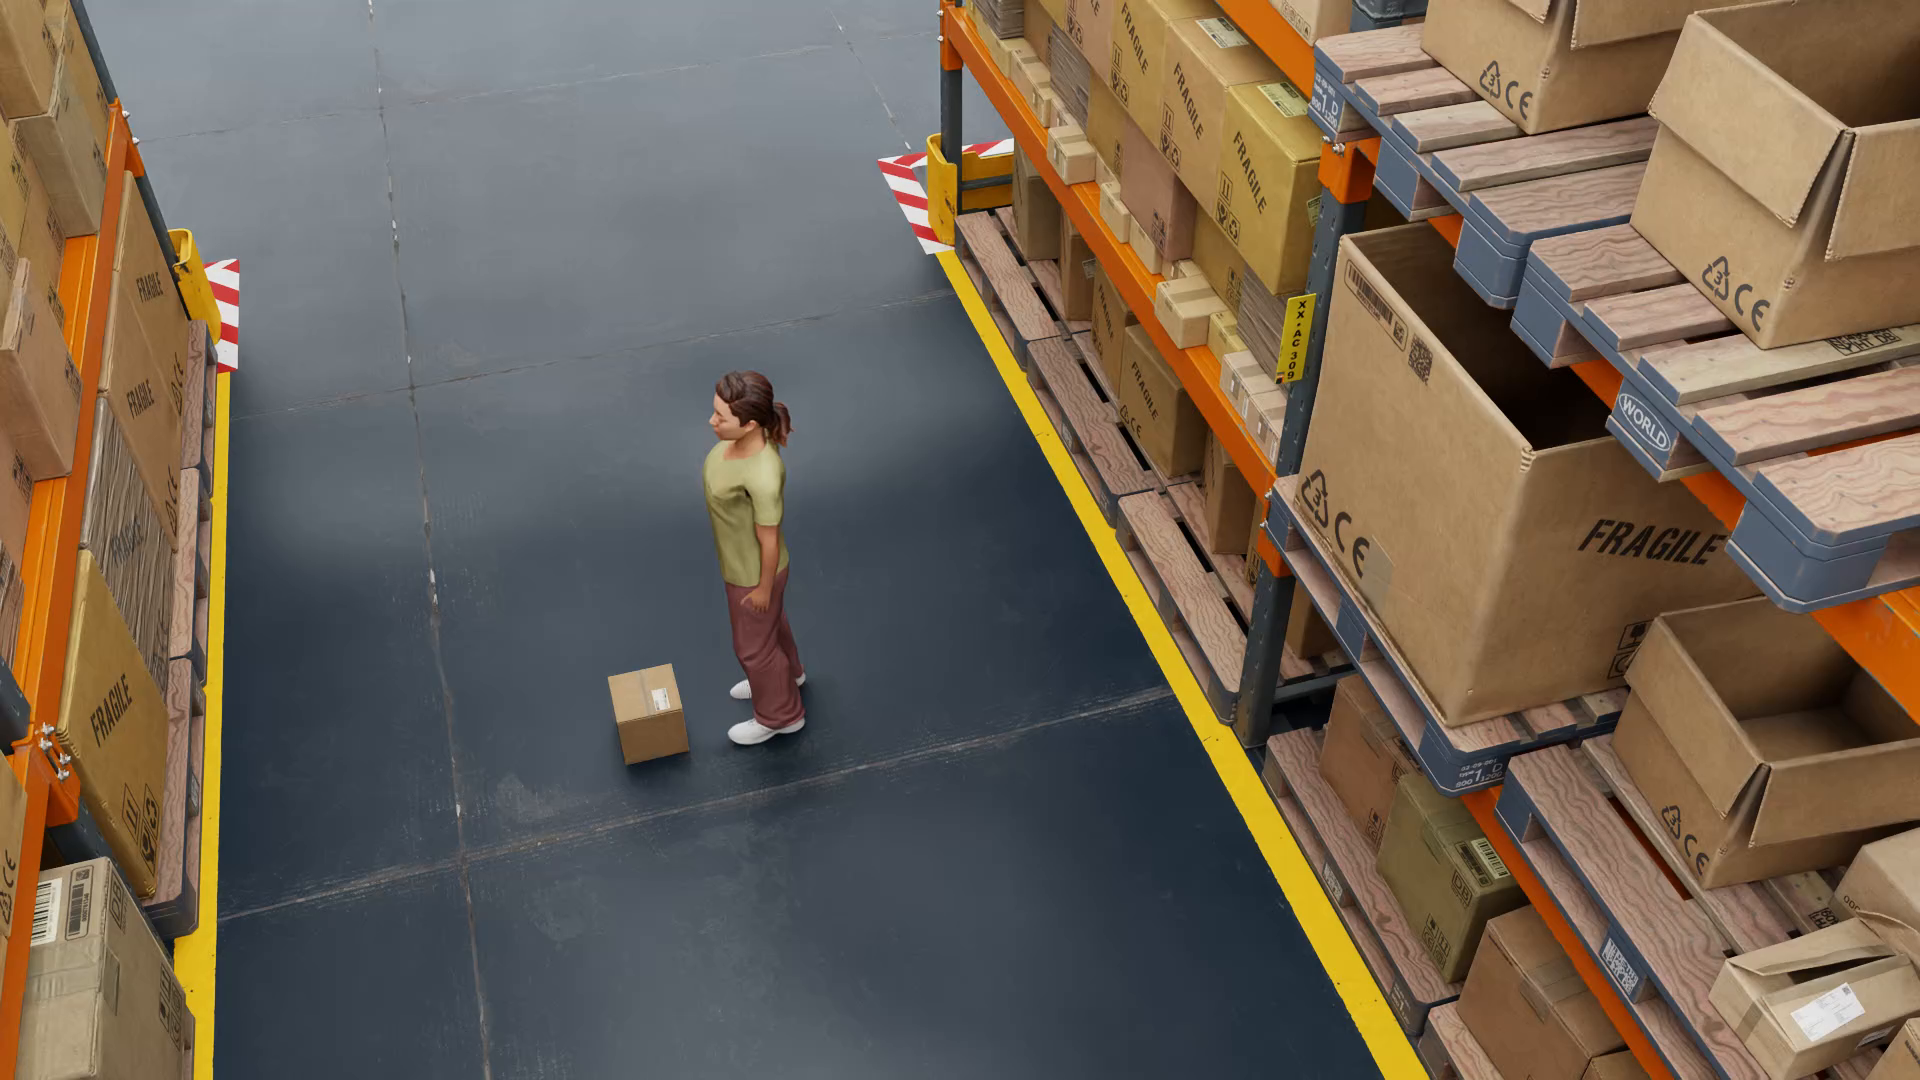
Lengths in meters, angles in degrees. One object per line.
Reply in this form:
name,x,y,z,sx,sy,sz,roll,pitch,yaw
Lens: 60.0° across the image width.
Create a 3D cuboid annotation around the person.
person,-0.753,0.080,6.094,0.382,1.685,0.439,-11,44,-12
